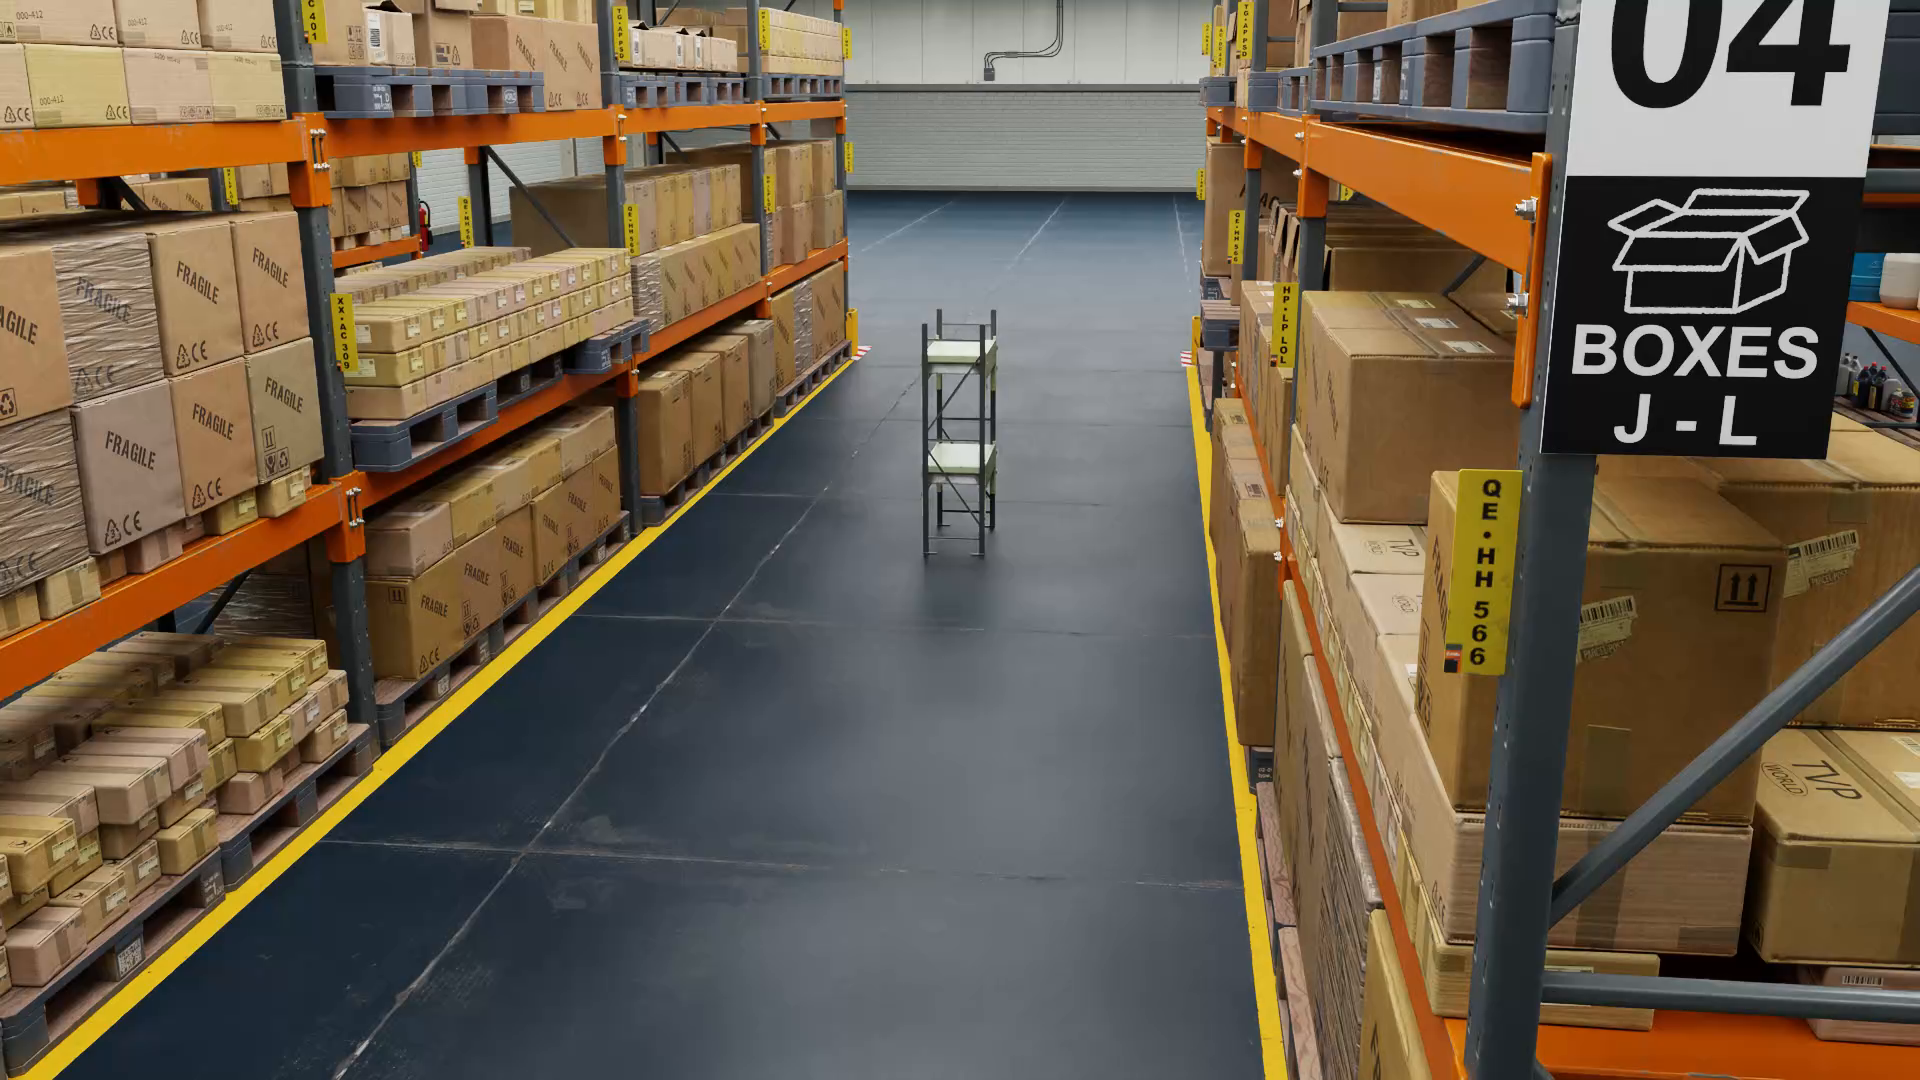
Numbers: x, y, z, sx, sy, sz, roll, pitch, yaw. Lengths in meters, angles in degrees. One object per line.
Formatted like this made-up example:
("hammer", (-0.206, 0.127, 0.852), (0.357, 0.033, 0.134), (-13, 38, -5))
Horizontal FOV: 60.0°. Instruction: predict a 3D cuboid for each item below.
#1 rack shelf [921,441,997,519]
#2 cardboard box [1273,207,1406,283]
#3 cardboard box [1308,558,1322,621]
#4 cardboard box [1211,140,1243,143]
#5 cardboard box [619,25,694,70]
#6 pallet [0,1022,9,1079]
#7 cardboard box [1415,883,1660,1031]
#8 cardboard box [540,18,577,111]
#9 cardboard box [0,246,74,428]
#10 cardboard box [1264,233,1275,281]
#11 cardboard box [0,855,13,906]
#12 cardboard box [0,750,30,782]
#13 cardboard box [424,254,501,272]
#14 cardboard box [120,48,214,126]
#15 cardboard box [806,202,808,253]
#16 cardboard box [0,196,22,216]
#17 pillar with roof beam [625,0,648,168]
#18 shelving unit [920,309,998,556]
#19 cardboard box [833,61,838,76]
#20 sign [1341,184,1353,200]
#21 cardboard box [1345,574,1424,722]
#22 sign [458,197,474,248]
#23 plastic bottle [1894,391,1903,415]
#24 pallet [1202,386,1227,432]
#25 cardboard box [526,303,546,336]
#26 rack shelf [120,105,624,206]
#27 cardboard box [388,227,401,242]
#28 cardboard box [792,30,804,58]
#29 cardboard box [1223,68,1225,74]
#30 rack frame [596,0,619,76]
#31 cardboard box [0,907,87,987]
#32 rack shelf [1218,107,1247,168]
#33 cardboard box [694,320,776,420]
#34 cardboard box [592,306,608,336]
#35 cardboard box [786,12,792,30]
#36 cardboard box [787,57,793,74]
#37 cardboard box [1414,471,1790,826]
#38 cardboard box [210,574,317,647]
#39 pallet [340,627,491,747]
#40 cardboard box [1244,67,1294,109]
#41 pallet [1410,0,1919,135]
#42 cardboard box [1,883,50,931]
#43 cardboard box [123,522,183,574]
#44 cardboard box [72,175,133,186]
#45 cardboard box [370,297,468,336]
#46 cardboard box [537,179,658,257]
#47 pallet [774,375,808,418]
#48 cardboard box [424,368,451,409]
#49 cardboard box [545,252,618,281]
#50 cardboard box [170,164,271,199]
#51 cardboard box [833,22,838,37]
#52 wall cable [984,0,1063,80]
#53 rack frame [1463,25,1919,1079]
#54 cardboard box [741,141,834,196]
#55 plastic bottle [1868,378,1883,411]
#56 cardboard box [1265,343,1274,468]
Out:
("rack shelf", (0.001, -0.411, 11.058), (0.431, 0.370, 0.720), (2, 15, 6))
("cardboard box", (2.070, -1.504, 8.866), (0.797, 0.503, 0.637), (2, 15, 8))
("cardboard box", (1.315, 0.167, 5.280), (0.380, 0.149, 0.250), (1, 15, 5))
("cardboard box", (2.646, -3.556, 15.889), (0.500, 0.500, 0.500), (2, 15, 6))
("cardboard box", (-2.257, -3.603, 12.167), (0.500, 0.311, 0.500), (1, 15, 5))
("pallet", (-3.439, 1.689, 4.510), (1.003, 0.211, 1.213), (2, 15, 6))
("cardboard box", (1.056, 0.764, 3.071), (0.380, 0.149, 0.250), (2, 15, 7))
("cardboard box", (-2.527, -2.713, 9.511), (0.500, 0.500, 0.500), (2, 15, 6))
("cardboard box", (-3.074, -0.608, 4.988), (0.500, 0.500, 0.500), (1, 15, 4))
("cardboard box", (2.266, -1.722, 10.789), (0.500, 0.500, 0.500), (0, 15, -1))
("cardboard box", (-3.124, 1.058, 5.020), (0.380, 0.149, 0.250), (2, 15, 8))
("cardboard box", (-3.503, 0.846, 5.803), (0.380, 0.149, 0.250), (1, 15, 4))
("cardboard box", (-2.976, -1.624, 9.957), (0.380, 0.149, 0.250), (2, 15, 6))
("cardboard box", (-2.978, -1.576, 5.785), (0.500, 0.250, 0.500), (2, 15, 6))
("cardboard box", (-2.013, -3.129, 16.698), (0.875, 0.550, 0.500), (2, 15, 6))
("cardboard box", (-7.269, -2.262, 12.214), (0.500, 0.500, 0.500), (2, 15, 9))
("pillar with roof beam", (-4.943, -14.238, 46.578), (9.100, 9.000, 0.400), (2, 15, 6))
("shelving unit", (0.001, -0.726, 10.973), (0.431, 1.500, 0.755), (2, 15, 6))
("cardboard box", (-1.499, -4.993, 17.621), (0.380, 0.149, 0.250), (2, 15, 7))
("sign", (3.248, -2.911, 13.963), (0.100, 0.325, 0.005), (2, 15, 6))
("cardboard box", (1.249, 0.277, 4.110), (0.500, 0.250, 0.500), (1, 15, 4))
("sign", (-3.224, -2.077, 10.878), (0.100, 0.325, 0.005), (2, 15, 6))
("plastic bottle", (8.101, -1.179, 14.295), (0.097, 0.201, 0.097), (0, 15, 0))
("pallet", (2.737, -1.197, 15.183), (1.003, 0.211, 1.213), (2, 15, 6))
("cardboard box", (-2.447, -1.184, 8.902), (0.380, 0.149, 0.250), (1, 15, 5))
("rack shelf", (-2.897, -2.084, 8.756), (1.077, 0.370, 4.000), (2, 15, 6))
("cardboard box", (-6.447, -3.403, 18.483), (0.380, 0.149, 0.250), (2, 15, 6))
("cardboard box", (-1.775, -4.690, 15.736), (0.500, 0.250, 0.500), (2, 15, 6))
("cardboard box", (2.509, -4.163, 14.587), (0.380, 0.149, 0.250), (1, 15, 3))
("rack frame", (-2.672, -4.398, 10.188), (1.000, 3.000, 0.127), (2, 15, 6))
("cardboard box", (-3.041, 1.291, 5.300), (0.380, 0.149, 0.250), (1, 15, 4))
("rack shelf", (2.471, -2.949, 11.955), (1.077, 0.370, 4.000), (2, 15, 6))
("cardboard box", (-2.201, -1.493, 14.442), (1.050, 0.750, 0.750), (2, 15, 6))
("cardboard box", (-2.329, -1.311, 9.942), (0.380, 0.149, 0.250), (2, 15, 7))
("cardboard box", (-1.757, -4.785, 15.321), (0.380, 0.149, 0.250), (1, 15, 5))
("cardboard box", (-1.756, -4.399, 15.422), (0.380, 0.149, 0.250), (1, 15, 5))
("cardboard box", (1.136, 0.178, 3.040), (0.500, 0.500, 0.500), (2, 15, 7))
("cardboard box", (-3.290, 0.340, 8.144), (0.500, 0.500, 0.500), (1, 15, 5))
("pallet", (-3.037, 0.679, 8.246), (1.003, 0.211, 1.213), (2, 15, 6))
("cardboard box", (2.055, -2.836, 10.445), (0.500, 0.250, 0.500), (2, 15, 6))
("pallet", (1.416, -0.853, 2.994), (1.003, 0.211, 1.213), (2, 15, 6))
("cardboard box", (-3.172, 1.132, 5.316), (0.380, 0.149, 0.250), (2, 15, 9))
("cardboard box", (-2.987, 0.012, 5.851), (0.380, 0.149, 0.250), (1, 15, 4))
("cardboard box", (-7.050, -2.990, 13.664), (0.380, 0.149, 0.250), (1, 15, 4))
("cardboard box", (-2.565, -1.061, 7.877), (0.380, 0.149, 0.250), (2, 15, 7))
("cardboard box", (-2.555, -2.281, 11.743), (0.700, 0.500, 0.500), (1, 15, 5))
("pallet", (-2.057, -1.389, 15.893), (1.003, 0.211, 1.213), (2, 15, 6))
("cardboard box", (-2.596, -0.707, 7.707), (0.380, 0.149, 0.250), (2, 15, 7))
("cardboard box", (-2.302, -1.665, 10.111), (0.380, 0.149, 0.250), (2, 15, 6))
("cardboard box", (-6.885, -3.442, 15.466), (0.700, 0.500, 0.500), (2, 15, 6))
("cardboard box", (-1.499, -5.378, 17.515), (0.380, 0.149, 0.250), (2, 15, 7))
("wall cable", (1.857, -16.448, 48.235), (2.305, 6.003, 0.169), (2, 15, 6))
("rack frame", (1.343, 0.745, 2.661), (1.000, 3.000, 0.127), (2, 15, 6))
("cardboard box", (-1.820, -3.930, 17.595), (0.875, 0.550, 0.550), (2, 15, 6))
("plastic bottle", (7.993, -1.280, 14.511), (0.061, 0.283, 0.133), (2, 15, 6))
("cardboard box", (1.638, -0.598, 7.437), (0.500, 0.500, 0.500), (2, 15, 8))
